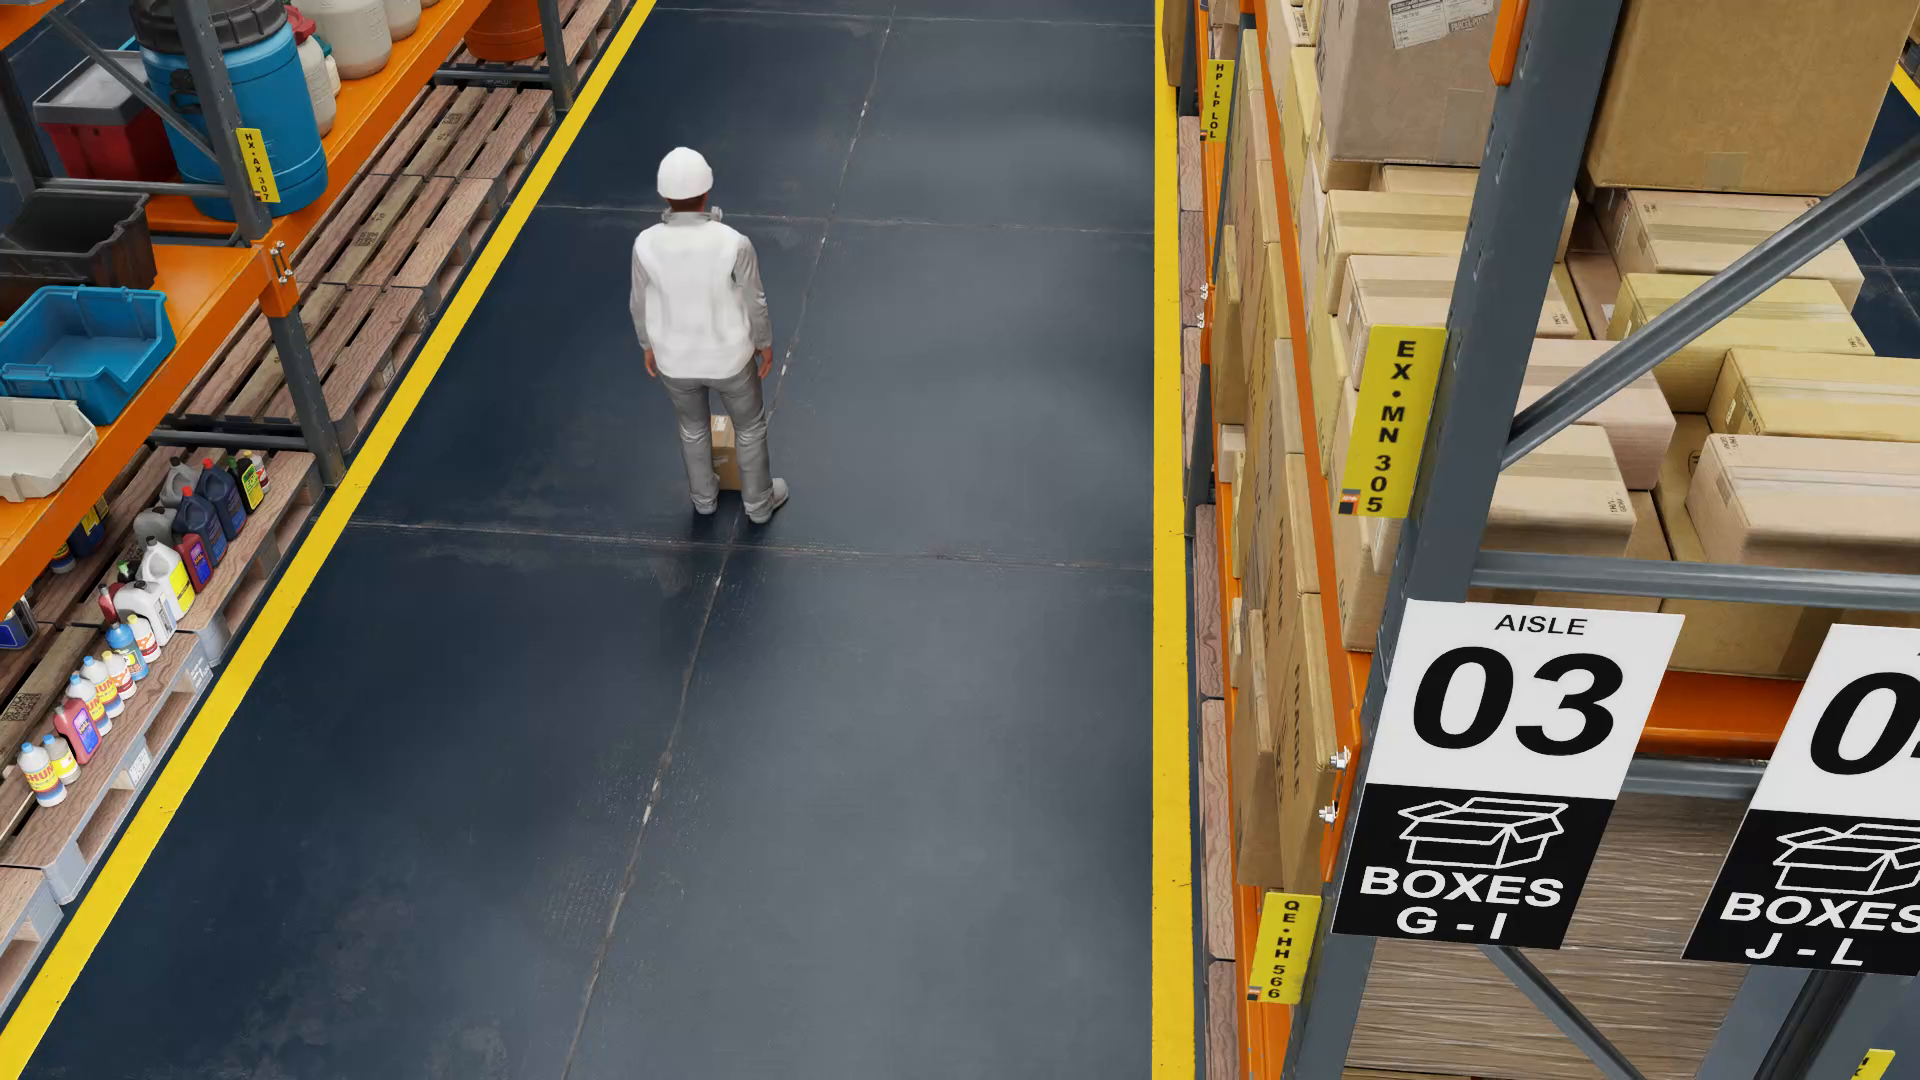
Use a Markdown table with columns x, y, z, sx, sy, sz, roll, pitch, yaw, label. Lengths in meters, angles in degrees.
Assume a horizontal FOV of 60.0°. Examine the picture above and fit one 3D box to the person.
| x | y | z | sx | sy | sz | roll | pitch | yaw | label |
| --- | --- | --- | --- | --- | --- | --- | --- | --- | --- |
| -1.089 | -0.829 | 7.131 | 0.579 | 1.769 | 0.475 | 2 | 40 | 2 | person |
